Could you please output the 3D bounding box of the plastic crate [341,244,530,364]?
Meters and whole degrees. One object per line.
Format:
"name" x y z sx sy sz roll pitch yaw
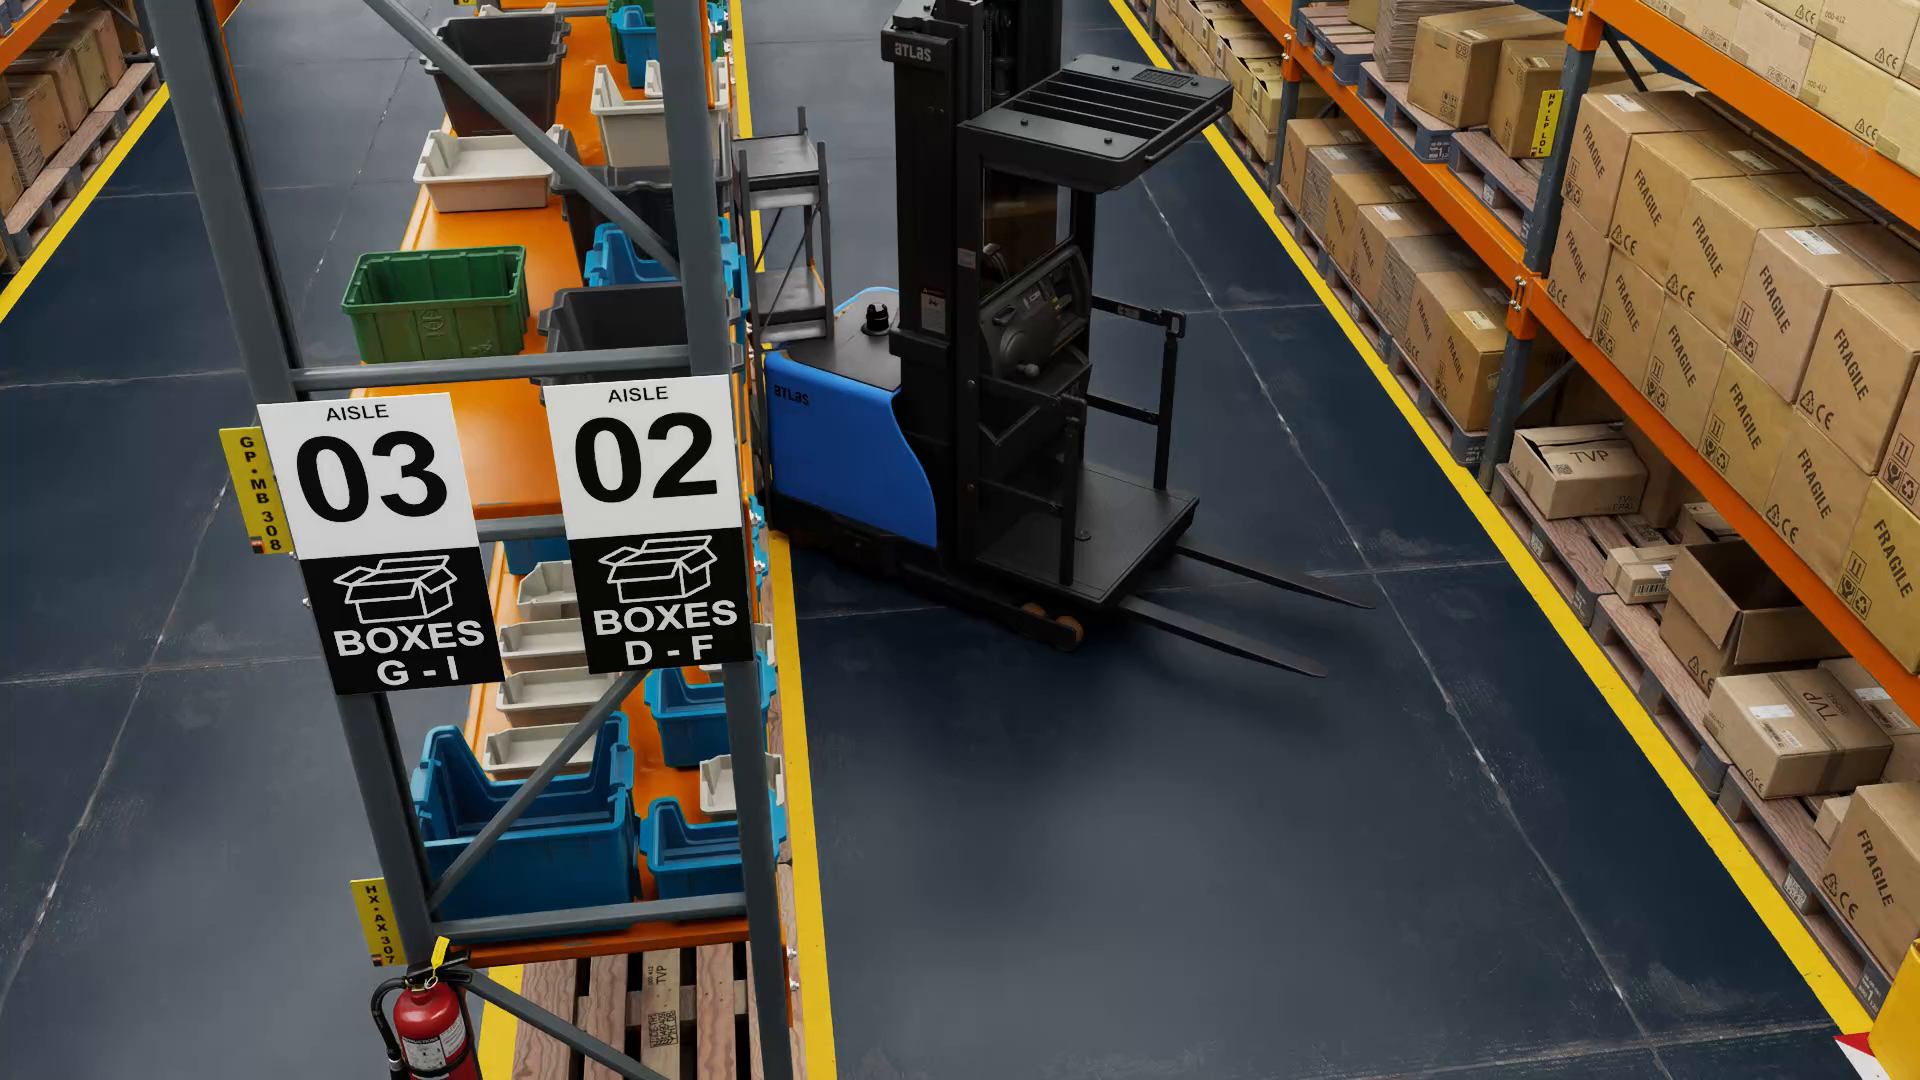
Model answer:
"plastic crate" -1.417 -0.641 4.552 0.450 0.188 0.336 -4 35 -6

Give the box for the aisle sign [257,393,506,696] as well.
"aisle sign" -1.282 0.028 3.738 0.394 0.787 0.004 -4 35 -6

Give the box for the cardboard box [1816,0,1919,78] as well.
"cardboard box" 3.381 -1.822 5.786 0.500 0.250 0.500 -4 35 -6

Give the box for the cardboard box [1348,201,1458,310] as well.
"cardboard box" 2.823 -1.808 10.569 0.500 0.500 0.500 -5 35 -8

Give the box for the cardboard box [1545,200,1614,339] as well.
"cardboard box" 3.168 -1.302 7.908 0.500 0.500 0.500 -4 34 -5

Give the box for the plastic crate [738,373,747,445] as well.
"plastic crate" -1.123 -0.500 7.010 0.437 0.125 0.590 -4 35 -6

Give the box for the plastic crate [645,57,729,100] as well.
"plastic crate" -0.991 -1.642 6.067 0.293 0.136 0.466 -4 35 -6

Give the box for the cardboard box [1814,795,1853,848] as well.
"cardboard box" 3.625 1.138 6.542 0.380 0.166 0.250 -4 35 -6

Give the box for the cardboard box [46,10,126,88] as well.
"cardboard box" -7.462 -4.086 13.912 0.700 0.500 0.500 -7 35 -10

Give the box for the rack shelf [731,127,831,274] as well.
"rack shelf" -0.883 -1.646 8.040 0.431 0.518 0.480 -9 35 -12

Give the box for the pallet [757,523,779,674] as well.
"pallet" -1.402 0.367 8.024 1.003 0.211 1.213 -4 35 -6

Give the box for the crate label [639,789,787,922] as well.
"crate label" -0.708 0.921 4.830 0.416 0.233 0.303 -4 35 -6

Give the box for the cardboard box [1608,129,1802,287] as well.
"cardboard box" 3.224 -1.448 7.235 0.500 0.500 0.500 -5 35 -8

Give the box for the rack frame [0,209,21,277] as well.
"rack frame" -6.985 -3.050 10.561 1.000 3.000 0.127 -4 35 -6

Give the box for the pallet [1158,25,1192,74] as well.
"pallet" 2.431 -4.470 15.121 1.003 0.211 1.213 -4 35 -6

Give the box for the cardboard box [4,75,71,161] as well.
"cardboard box" -7.266 -3.195 12.604 0.700 0.500 0.500 -2 34 -2

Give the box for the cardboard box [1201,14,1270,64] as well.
"cardboard box" 2.310 -4.192 13.808 0.500 0.311 0.500 -3 34 -5

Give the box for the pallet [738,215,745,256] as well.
"pallet" -1.930 -1.836 11.256 1.003 0.211 1.213 -4 35 -6

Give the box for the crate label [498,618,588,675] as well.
"crate label" -1.377 0.366 5.730 0.396 0.136 0.243 -4 35 -6

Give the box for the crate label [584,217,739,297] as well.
"crate label" -0.805 -0.678 4.550 0.408 0.251 0.502 -4 35 -6

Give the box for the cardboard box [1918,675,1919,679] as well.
"cardboard box" 3.577 0.396 5.417 0.500 0.500 0.500 -3 34 -5

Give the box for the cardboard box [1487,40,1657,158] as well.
"cardboard box" 3.372 -2.441 9.206 0.700 0.500 0.500 1 34 1

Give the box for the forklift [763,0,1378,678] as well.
"forklift" 0.533 -1.023 7.649 3.031 2.935 1.130 19 39 26

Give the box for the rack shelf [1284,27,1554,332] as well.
"rack shelf" 3.100 -2.385 10.224 1.077 0.370 4.000 -4 35 -6

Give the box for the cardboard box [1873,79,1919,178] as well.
"cardboard box" 3.441 -1.336 5.516 0.500 0.250 0.500 -4 35 -6

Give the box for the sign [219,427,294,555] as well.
"sign" -1.544 -0.106 3.671 0.100 0.325 0.005 -4 35 -6

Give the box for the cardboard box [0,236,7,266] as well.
"cardboard box" -6.913 -1.959 10.474 1.225 0.875 0.875 -6 35 -9

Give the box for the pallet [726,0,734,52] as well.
"pallet" -2.664 -4.883 15.727 1.003 0.211 1.213 -4 35 -6

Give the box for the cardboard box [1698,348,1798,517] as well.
"cardboard box" 3.375 -0.454 6.663 0.500 0.500 0.500 -5 35 -7

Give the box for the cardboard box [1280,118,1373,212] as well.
"cardboard box" 2.610 -2.671 11.835 0.500 0.500 0.500 -3 34 -4

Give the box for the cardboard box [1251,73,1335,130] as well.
"cardboard box" 2.517 -3.341 12.559 0.500 0.311 0.500 -3 34 -5

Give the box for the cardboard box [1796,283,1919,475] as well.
"cardboard box" 3.432 -0.586 5.970 0.500 0.500 0.500 -3 34 -5

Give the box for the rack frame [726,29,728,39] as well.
"rack frame" -2.615 -5.657 14.387 1.000 3.000 0.127 -4 35 -6

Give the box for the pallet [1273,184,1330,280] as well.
"pallet" 2.894 -2.226 11.829 1.003 0.211 1.213 -4 35 -6

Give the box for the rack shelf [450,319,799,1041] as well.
"rack shelf" -1.270 0.221 6.401 1.077 0.370 4.000 -4 35 -6

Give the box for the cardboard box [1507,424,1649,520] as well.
"cardboard box" 3.212 -0.386 8.649 0.500 0.311 0.500 -4 35 -6

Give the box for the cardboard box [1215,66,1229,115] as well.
"cardboard box" 2.382 -3.679 13.553 0.500 0.250 0.500 -4 34 -5

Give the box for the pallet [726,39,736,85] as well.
"pallet" -2.471 -4.069 14.534 1.003 0.211 1.213 -4 35 -6

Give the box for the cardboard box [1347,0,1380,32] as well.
"cardboard box" 3.028 -3.670 11.010 0.700 0.500 0.500 -16 37 -22

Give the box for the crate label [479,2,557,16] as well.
"crate label" -1.760 -2.028 6.633 0.293 0.136 0.466 -4 35 -6

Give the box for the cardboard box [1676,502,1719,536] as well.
"cardboard box" 3.837 -0.068 8.327 0.380 0.149 0.250 -4 35 -6

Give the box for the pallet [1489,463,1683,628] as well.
"pallet" 3.461 -0.030 8.607 1.003 0.211 1.213 -4 35 -6

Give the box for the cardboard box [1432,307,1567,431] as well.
"cardboard box" 3.019 -0.968 9.336 0.500 0.500 0.500 -5 35 -7

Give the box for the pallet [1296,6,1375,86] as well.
"pallet" 2.992 -3.346 11.166 1.213 0.211 1.003 -4 35 -6

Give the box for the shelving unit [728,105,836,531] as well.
"shelving unit" -0.883 -1.079 8.428 0.431 2.100 0.503 -9 35 -12

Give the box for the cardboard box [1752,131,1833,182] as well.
"cardboard box" 3.766 -1.472 7.270 0.500 0.500 0.500 -5 35 -7

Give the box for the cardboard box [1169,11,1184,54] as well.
"cardboard box" 2.170 -4.538 14.814 0.500 0.250 0.500 -4 34 -5

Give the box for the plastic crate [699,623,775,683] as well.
"plastic crate" -0.761 0.397 5.685 0.250 0.136 0.298 -4 35 -6

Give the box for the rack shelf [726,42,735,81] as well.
"rack shelf" -2.346 -4.244 12.952 1.077 0.370 4.000 -4 35 -6

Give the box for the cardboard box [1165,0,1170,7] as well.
"cardboard box" 2.102 -5.050 15.067 0.500 0.311 0.500 -4 35 -6

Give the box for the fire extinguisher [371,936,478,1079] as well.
"fire extinguisher" -1.431 1.344 4.514 0.296 0.674 0.183 -4 35 -6

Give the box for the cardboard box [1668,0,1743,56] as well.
"cardboard box" 3.253 -2.174 6.746 0.500 0.250 0.500 -4 35 -6

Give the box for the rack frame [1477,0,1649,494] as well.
"rack frame" 3.369 -1.566 8.384 1.000 3.000 0.127 -4 35 -6

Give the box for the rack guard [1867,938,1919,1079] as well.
"rack guard" 3.897 1.657 5.875 1.175 0.500 0.348 -4 35 -6

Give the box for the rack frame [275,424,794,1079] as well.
"rack frame" -1.001 1.039 4.561 1.000 3.000 0.127 -4 35 -6

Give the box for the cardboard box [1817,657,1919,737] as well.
"cardboard box" 3.981 0.738 7.055 0.500 0.250 0.500 -4 35 -6

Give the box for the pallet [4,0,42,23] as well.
"pallet" -7.292 -4.072 12.232 1.003 0.211 1.213 -4 35 -6
